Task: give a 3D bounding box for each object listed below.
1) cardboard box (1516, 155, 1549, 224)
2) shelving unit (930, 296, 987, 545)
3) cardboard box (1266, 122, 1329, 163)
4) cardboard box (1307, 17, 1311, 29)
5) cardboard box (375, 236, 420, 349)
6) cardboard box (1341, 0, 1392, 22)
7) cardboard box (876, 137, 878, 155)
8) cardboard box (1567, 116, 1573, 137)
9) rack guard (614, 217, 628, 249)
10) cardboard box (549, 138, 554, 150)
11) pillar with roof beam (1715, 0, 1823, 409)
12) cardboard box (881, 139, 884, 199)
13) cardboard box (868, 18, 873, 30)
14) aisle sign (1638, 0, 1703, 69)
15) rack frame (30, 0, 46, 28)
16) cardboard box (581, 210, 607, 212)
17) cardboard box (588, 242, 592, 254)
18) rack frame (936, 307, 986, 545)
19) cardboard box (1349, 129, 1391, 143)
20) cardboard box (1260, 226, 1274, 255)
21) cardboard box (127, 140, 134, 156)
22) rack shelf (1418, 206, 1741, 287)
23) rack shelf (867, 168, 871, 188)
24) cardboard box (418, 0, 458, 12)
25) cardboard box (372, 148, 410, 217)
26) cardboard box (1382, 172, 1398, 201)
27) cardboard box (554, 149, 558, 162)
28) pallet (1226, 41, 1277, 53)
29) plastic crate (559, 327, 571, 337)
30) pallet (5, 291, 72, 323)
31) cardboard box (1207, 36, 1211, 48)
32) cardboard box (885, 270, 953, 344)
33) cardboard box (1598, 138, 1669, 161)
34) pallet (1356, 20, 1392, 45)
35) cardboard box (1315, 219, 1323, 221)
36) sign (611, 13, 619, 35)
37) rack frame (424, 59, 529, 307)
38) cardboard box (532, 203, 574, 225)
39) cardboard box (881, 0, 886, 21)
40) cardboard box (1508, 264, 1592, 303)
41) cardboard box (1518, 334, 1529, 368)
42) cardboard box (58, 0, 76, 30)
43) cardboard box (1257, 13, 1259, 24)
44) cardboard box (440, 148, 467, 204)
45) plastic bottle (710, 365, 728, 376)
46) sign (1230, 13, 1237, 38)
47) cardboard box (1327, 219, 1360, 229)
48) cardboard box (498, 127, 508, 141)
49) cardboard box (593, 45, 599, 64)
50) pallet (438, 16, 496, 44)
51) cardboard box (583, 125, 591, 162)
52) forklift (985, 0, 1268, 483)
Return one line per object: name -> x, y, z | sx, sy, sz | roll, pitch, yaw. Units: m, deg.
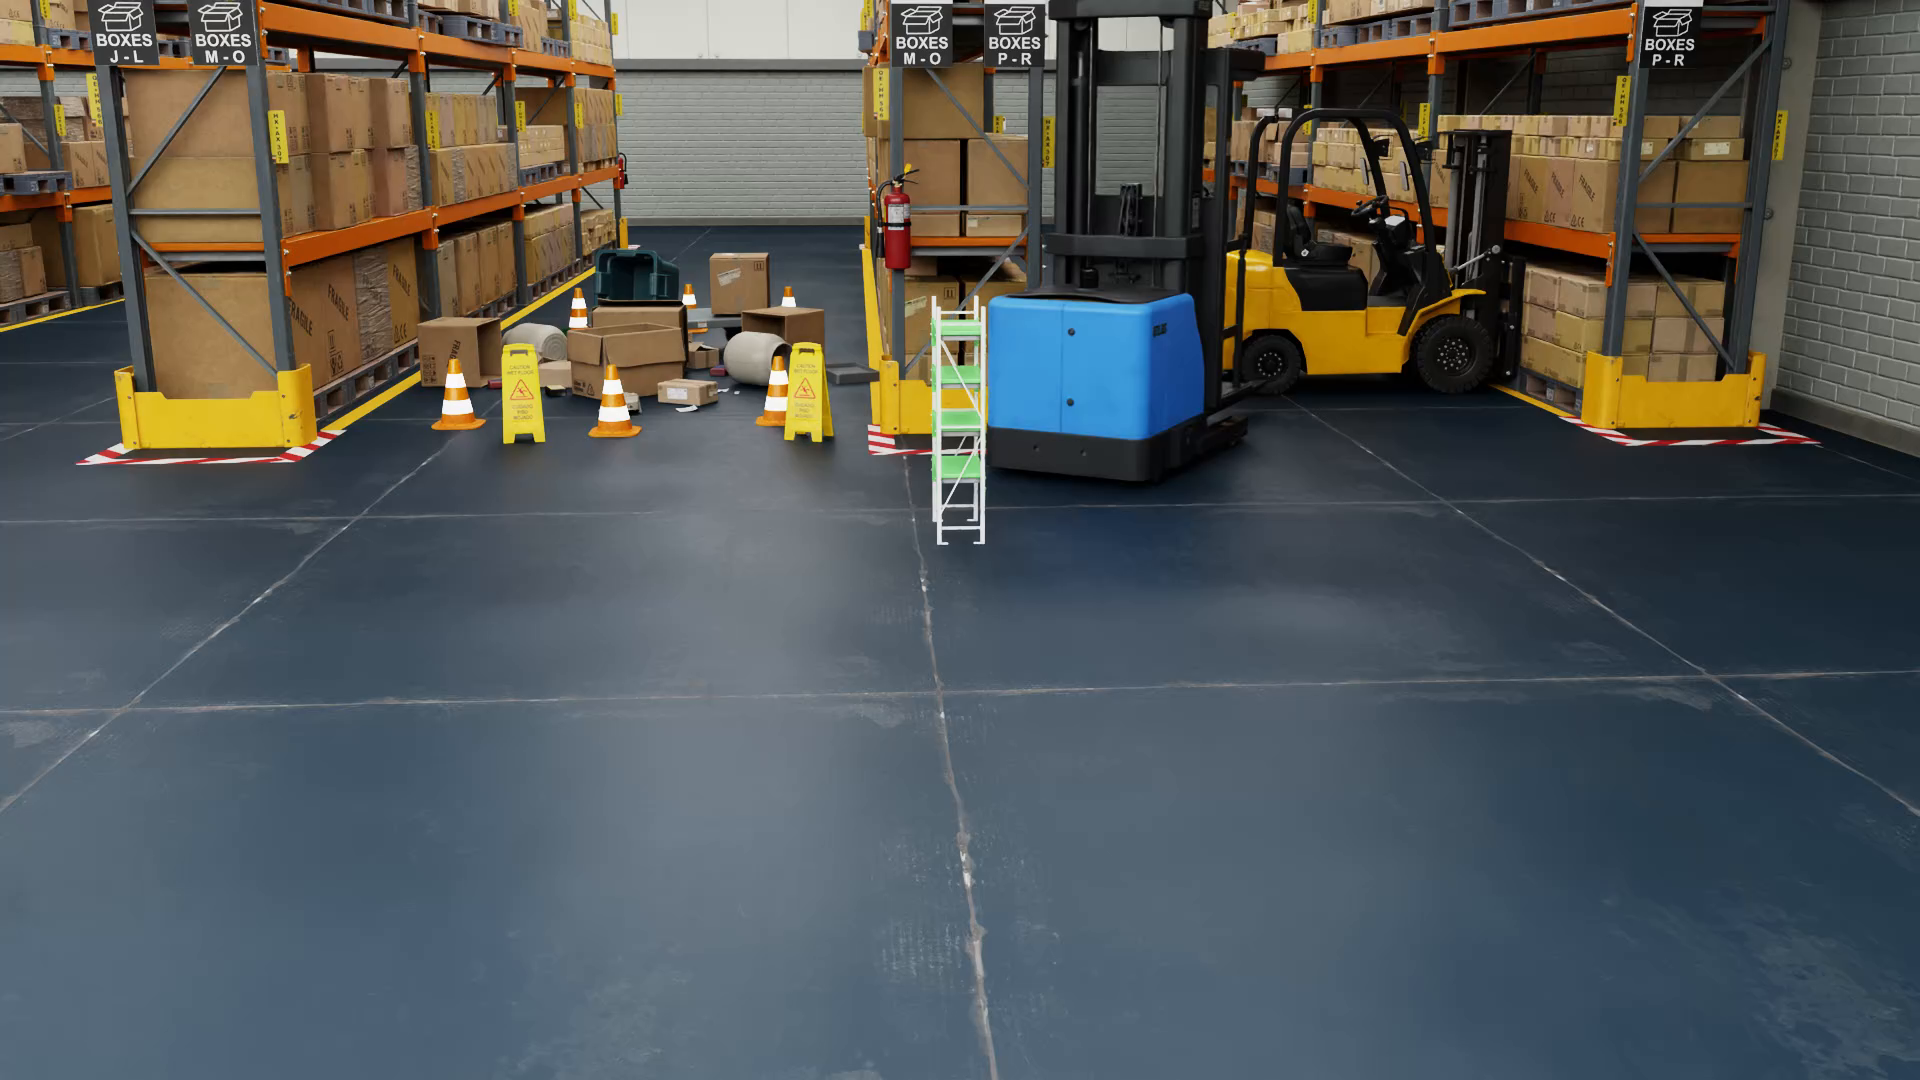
cardboard box -> 4.647, -2.704, 12.815 | 0.500, 0.500, 0.500 | -1, 14, -4
shelving unit -> -0.010, -0.622, 8.537 | 0.258, 1.200, 0.503 | -1, 14, -3
cardboard box -> 4.213, -4.927, 20.605 | 0.797, 0.503, 0.637 | -1, 14, -5
cardboard box -> 4.240, -5.993, 19.278 | 0.380, 0.149, 0.250 | -1, 14, -5
cardboard box -> -5.172, -2.113, 14.141 | 0.875, 0.875, 0.875 | -1, 14, -3
cardboard box -> 4.432, -5.715, 17.456 | 0.700, 0.500, 0.500 | -1, 14, -5
cardboard box -> -0.658, -4.473, 18.251 | 0.500, 0.500, 0.500 | -1, 14, -5
cardboard box -> 4.731, -3.062, 12.306 | 0.380, 0.149, 0.250 | -1, 14, -3
rack guard -> -5.880, -4.851, 26.378 | 1.175, 0.500, 0.348 | -1, 14, -3
cardboard box -> -5.364, -5.021, 21.084 | 0.380, 0.149, 0.250 | -1, 14, -5
pillar with roof beam -> 1.554, -5.307, 11.092 | 9.100, 9.000, 0.400 | -1, 14, -3
cardboard box -> -0.386, -3.027, 13.474 | 0.500, 0.500, 0.500 | -1, 14, -4
cardboard box -> -0.706, -6.140, 19.309 | 0.700, 0.500, 0.500 | -2, 15, -6
aisle sign -> 4.706, -3.519, 10.965 | 0.394, 0.787, 0.004 | -1, 14, -3
rack frame -> -10.346, -6.945, 17.460 | 1.000, 3.000, 0.127 | -1, 14, -3
cardboard box -> -5.641, -5.000, 25.626 | 0.380, 0.149, 0.250 | -1, 14, -2
cardboard box -> -5.355, -4.070, 23.205 | 0.380, 0.149, 0.250 | 0, 14, -2
rack frame -> 0.005, -0.562, 8.301 | 0.240, 1.200, 0.015 | -1, 14, -3
cardboard box -> 4.358, -4.292, 17.686 | 0.380, 0.149, 0.250 | -1, 14, -3
cardboard box -> 4.152, -3.748, 21.249 | 0.500, 0.500, 0.500 | -1, 14, -5
cardboard box -> -10.203, -4.593, 20.157 | 0.500, 0.500, 0.500 | -1, 14, -3
rack shelf -> 4.871, -2.430, 13.393 | 1.077, 0.370, 4.000 | -1, 14, -3
rack shelf -> -0.827, -5.336, 24.691 | 1.077, 0.370, 4.000 | -1, 14, -3
cardboard box -> -5.046, -5.204, 15.940 | 0.396, 0.266, 0.258 | -1, 14, -3
cardboard box -> -5.050, -2.941, 13.636 | 0.875, 0.550, 0.550 | -1, 14, -3
cardboard box -> 4.418, -3.449, 16.212 | 0.500, 0.250, 0.500 | -1, 14, -4
cardboard box -> -5.385, -4.945, 21.388 | 0.380, 0.149, 0.250 | -1, 14, -4
pallet -> 4.222, -6.463, 21.985 | 1.213, 0.211, 1.003 | -1, 14, -3
plastic crate -> -3.823, -1.739, 14.794 | 0.450, 0.188, 0.662 | -4, 11, 28
pallet -> -10.299, -2.495, 17.799 | 1.003, 0.211, 1.213 | -1, 14, -3
cardboard box -> 3.885, -7.287, 24.514 | 0.500, 0.250, 0.500 | -1, 14, -4
cardboard box -> -0.305, -1.763, 12.529 | 0.500, 0.500, 0.500 | 0, 14, -1
cardboard box -> 4.694, -2.725, 11.595 | 0.380, 0.149, 0.250 | -1, 14, -3
pallet -> 4.703, -5.186, 17.021 | 1.003, 0.211, 1.213 | 0, 14, -1
cardboard box -> 4.196, -3.830, 20.263 | 0.380, 0.149, 0.250 | -1, 14, -5
sign -> -5.330, -7.966, 25.670 | 0.100, 0.325, 0.005 | -1, 14, -3
rack frame -> -5.389, -4.091, 18.407 | 1.000, 3.000, 0.127 | -1, 14, -3
cardboard box -> -5.338, -4.261, 21.734 | 0.500, 0.250, 0.500 | -1, 14, -5
cardboard box -> -0.400, -4.000, 12.536 | 0.380, 0.149, 0.250 | -1, 14, -4
cardboard box -> 4.576, -1.999, 12.943 | 0.500, 0.250, 0.500 | -1, 14, -3
cardboard box -> 4.607, -1.513, 13.061 | 0.500, 0.250, 0.500 | -1, 14, -3
cardboard box -> -10.597, -6.108, 19.183 | 0.500, 0.500, 0.500 | 0, 14, 0
cardboard box -> 4.010, -6.656, 21.218 | 0.380, 0.149, 0.250 | -1, 14, -3
cardboard box -> -4.937, -3.405, 15.541 | 0.500, 0.500, 0.500 | -1, 14, -3
plastic bottle -> -1.999, -1.425, 13.942 | 0.133, 0.061, 0.283 | 2, 15, 6
sign -> 3.710, -6.958, 22.491 | 0.100, 0.325, 0.005 | -1, 14, -3
cardboard box -> 4.693, -3.839, 20.298 | 0.380, 0.149, 0.250 | -1, 14, -3
cardboard box -> -5.225, -4.580, 18.774 | 0.380, 0.149, 0.250 | -1, 14, -3
cardboard box -> -5.484, -6.969, 23.875 | 0.500, 0.250, 0.500 | 0, 14, -1
pallet -> -5.224, -5.015, 16.357 | 1.003, 0.211, 1.213 | 0, 14, -1
cardboard box -> -5.454, -5.528, 23.196 | 0.500, 0.500, 0.500 | -1, 14, -3
forklift -> 1.268, -2.073, 10.702 | 1.130, 2.935, 3.031 | 7, 16, 26
